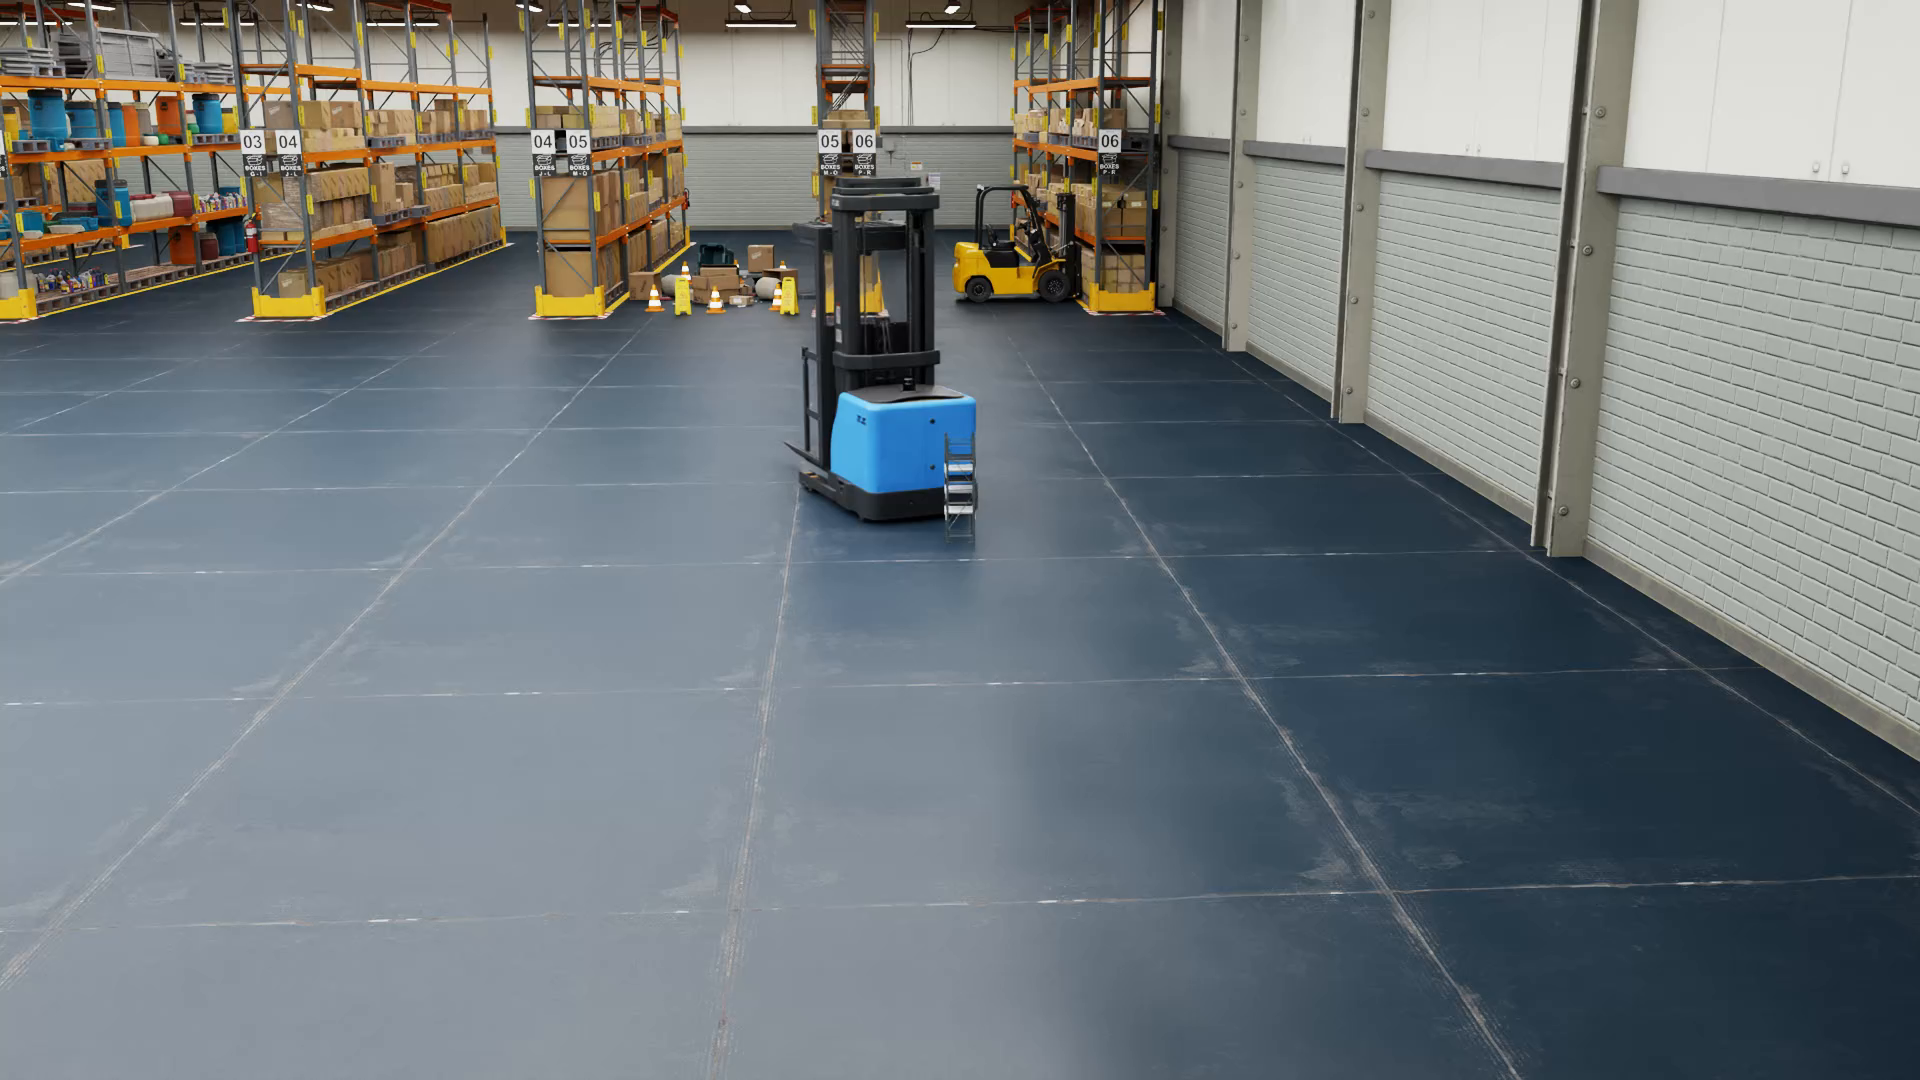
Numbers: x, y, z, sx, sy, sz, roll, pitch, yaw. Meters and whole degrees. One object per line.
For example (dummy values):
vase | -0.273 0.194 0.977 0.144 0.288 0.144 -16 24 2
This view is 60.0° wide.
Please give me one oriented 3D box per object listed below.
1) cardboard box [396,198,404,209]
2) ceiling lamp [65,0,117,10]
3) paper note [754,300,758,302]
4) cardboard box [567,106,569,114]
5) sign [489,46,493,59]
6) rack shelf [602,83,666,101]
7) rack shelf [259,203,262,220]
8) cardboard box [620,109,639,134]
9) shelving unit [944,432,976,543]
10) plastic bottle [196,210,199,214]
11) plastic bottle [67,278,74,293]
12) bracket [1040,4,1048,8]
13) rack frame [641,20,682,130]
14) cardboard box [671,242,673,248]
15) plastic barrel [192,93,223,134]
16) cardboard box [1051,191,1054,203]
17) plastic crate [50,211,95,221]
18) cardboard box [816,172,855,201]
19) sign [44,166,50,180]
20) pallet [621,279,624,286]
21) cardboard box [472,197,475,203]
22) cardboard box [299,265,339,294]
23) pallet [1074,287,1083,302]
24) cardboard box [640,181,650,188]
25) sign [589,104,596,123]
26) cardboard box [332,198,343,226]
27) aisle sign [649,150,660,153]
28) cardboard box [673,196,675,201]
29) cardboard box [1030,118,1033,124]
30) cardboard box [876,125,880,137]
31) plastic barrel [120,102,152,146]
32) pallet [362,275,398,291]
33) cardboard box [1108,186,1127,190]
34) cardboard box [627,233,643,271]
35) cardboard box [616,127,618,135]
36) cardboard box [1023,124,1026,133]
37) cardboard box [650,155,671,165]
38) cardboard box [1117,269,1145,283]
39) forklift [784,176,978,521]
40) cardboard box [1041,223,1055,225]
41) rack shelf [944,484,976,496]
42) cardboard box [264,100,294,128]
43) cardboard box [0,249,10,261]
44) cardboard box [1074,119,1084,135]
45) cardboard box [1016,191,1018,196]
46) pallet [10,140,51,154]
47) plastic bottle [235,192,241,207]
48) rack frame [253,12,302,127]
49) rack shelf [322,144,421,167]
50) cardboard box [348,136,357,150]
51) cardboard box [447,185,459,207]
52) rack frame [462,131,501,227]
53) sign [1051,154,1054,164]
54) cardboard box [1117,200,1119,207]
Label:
cardboard box | -12.014 -7.145 35.201 0.396 0.266 0.258 -1 14 -5
ceiling lamp | -19.773 -13.825 37.985 0.800 3.185 2.000 -1 14 -3
paper note | -3.948 -4.555 31.690 0.148 0.019 0.142 4 15 16
cardboard box | -7.388 -7.905 30.573 0.380 0.149 0.250 -1 14 -3
sign | -12.340 -12.807 43.710 0.100 0.325 0.005 -1 14 -3
rack shelf | -7.554 -10.329 38.358 1.077 0.370 4.000 -1 14 -3
rack shelf | -17.702 -8.484 42.425 1.077 0.370 4.000 -1 14 -3
cardboard box | -7.043 -8.793 34.918 0.500 0.500 0.500 -1 14 -3
shelving unit | 0.000 -0.438 13.922 0.258 0.900 0.210 -1 14 -3
plastic bottle | -17.034 -7.393 36.989 0.152 0.276 0.135 -1 14 -3
plastic bottle | -16.631 -4.761 31.077 0.061 0.283 0.133 -1 14 -3
bracket | 2.367 -14.861 46.503 0.235 0.232 0.430 -1 14 -3
rack frame | -7.925 -12.363 44.018 1.000 3.000 0.127 -1 14 -3
cardboard box | -7.380 -7.381 41.573 0.380 0.149 0.250 -2 15 -6
plastic barrel | -17.319 -9.812 38.273 0.600 0.901 0.708 -1 14 -3
cardboard box | 2.272 -7.578 36.758 0.500 0.250 0.500 0 14 -2
plastic crate | -17.177 -6.183 32.163 0.767 0.338 0.504 -1 14 -3
cardboard box | -2.249 -6.381 30.001 0.700 0.500 0.500 -1 14 -5
sign | -21.968 -8.830 40.001 0.100 0.325 0.005 -1 14 -3
pallet | -7.305 -5.314 34.255 1.003 0.211 1.213 -1 14 -3
cardboard box | -12.354 -8.499 41.545 0.380 0.149 0.250 0 14 -2
cardboard box | -12.004 -4.880 31.146 0.500 0.500 0.500 0 14 2
pallet | 2.792 -4.800 32.257 1.003 0.211 1.213 -1 14 -3
cardboard box | -7.311 -8.150 38.149 0.380 0.149 0.250 -1 15 -6
sign | -6.380 -7.400 28.835 0.100 0.325 0.005 -1 14 -3
cardboard box | -12.055 -6.129 31.030 0.875 0.500 0.500 -1 14 -3
aisle sign | -8.229 -10.730 44.494 0.394 0.787 0.004 -1 14 -3
cardboard box | -7.499 -8.744 42.494 0.380 0.149 0.250 0 14 -1
cardboard box | 1.895 -10.095 40.087 0.380 0.149 0.250 -1 14 -4
cardboard box | -1.884 -8.310 33.742 0.500 0.250 0.500 -1 14 -5
plastic barrel | -17.496 -8.828 35.292 0.600 0.901 0.600 0 14 0
pallet | -12.188 -5.265 34.066 1.003 0.211 1.213 -1 14 -3
cardboard box | 3.075 -6.765 32.202 0.380 0.149 0.250 -1 14 -4
cardboard box | -7.424 -6.212 35.822 1.050 0.750 0.750 -1 14 -3
cardboard box | -6.824 -7.908 32.183 0.380 0.149 0.250 -1 14 -3
cardboard box | 1.888 -10.411 42.156 0.500 0.250 0.500 -1 14 -5
cardboard box | -7.510 -9.384 41.676 0.500 0.500 0.500 -1 14 -5
cardboard box | 3.132 -4.892 30.691 0.500 0.250 0.500 -1 14 -2
forklift | -0.896 -1.908 15.560 1.130 2.935 3.031 -6 16 -23
cardboard box | 2.119 -7.656 40.636 0.380 0.149 0.250 -1 14 -4
rack shelf | 0.000 -0.406 13.930 0.258 0.077 0.200 -1 14 -3
cardboard box | -12.239 -7.696 30.097 0.500 0.500 0.500 -1 14 -3
cardboard box | -22.081 -6.640 37.947 0.500 0.500 0.500 -1 14 -4
cardboard box | 2.515 -8.103 32.616 0.500 0.311 0.500 -1 14 -2
cardboard box | 1.709 -9.429 45.159 0.380 0.149 0.250 -1 14 -4
pallet | -16.788 -6.919 29.258 1.003 0.211 1.213 -1 14 -3
plastic bottle | -17.194 -8.088 39.539 0.144 0.351 0.185 -1 14 -3
rack frame | -17.826 -12.235 43.521 1.000 3.000 0.127 -1 14 -3
rack shelf | -12.263 -8.024 34.615 1.077 0.370 4.000 -1 14 -3
cardboard box | -11.828 -7.563 31.681 0.500 0.250 0.500 -1 14 -2
cardboard box | -12.309 -8.225 39.772 0.500 0.500 0.500 0 14 -2
rack frame | -12.882 -9.406 44.565 1.000 3.000 0.127 -1 14 -3
sign | 2.518 -10.354 45.292 0.100 0.325 0.005 -1 14 -3
cardboard box | 3.104 -6.232 30.726 0.380 0.149 0.250 -1 14 -4
